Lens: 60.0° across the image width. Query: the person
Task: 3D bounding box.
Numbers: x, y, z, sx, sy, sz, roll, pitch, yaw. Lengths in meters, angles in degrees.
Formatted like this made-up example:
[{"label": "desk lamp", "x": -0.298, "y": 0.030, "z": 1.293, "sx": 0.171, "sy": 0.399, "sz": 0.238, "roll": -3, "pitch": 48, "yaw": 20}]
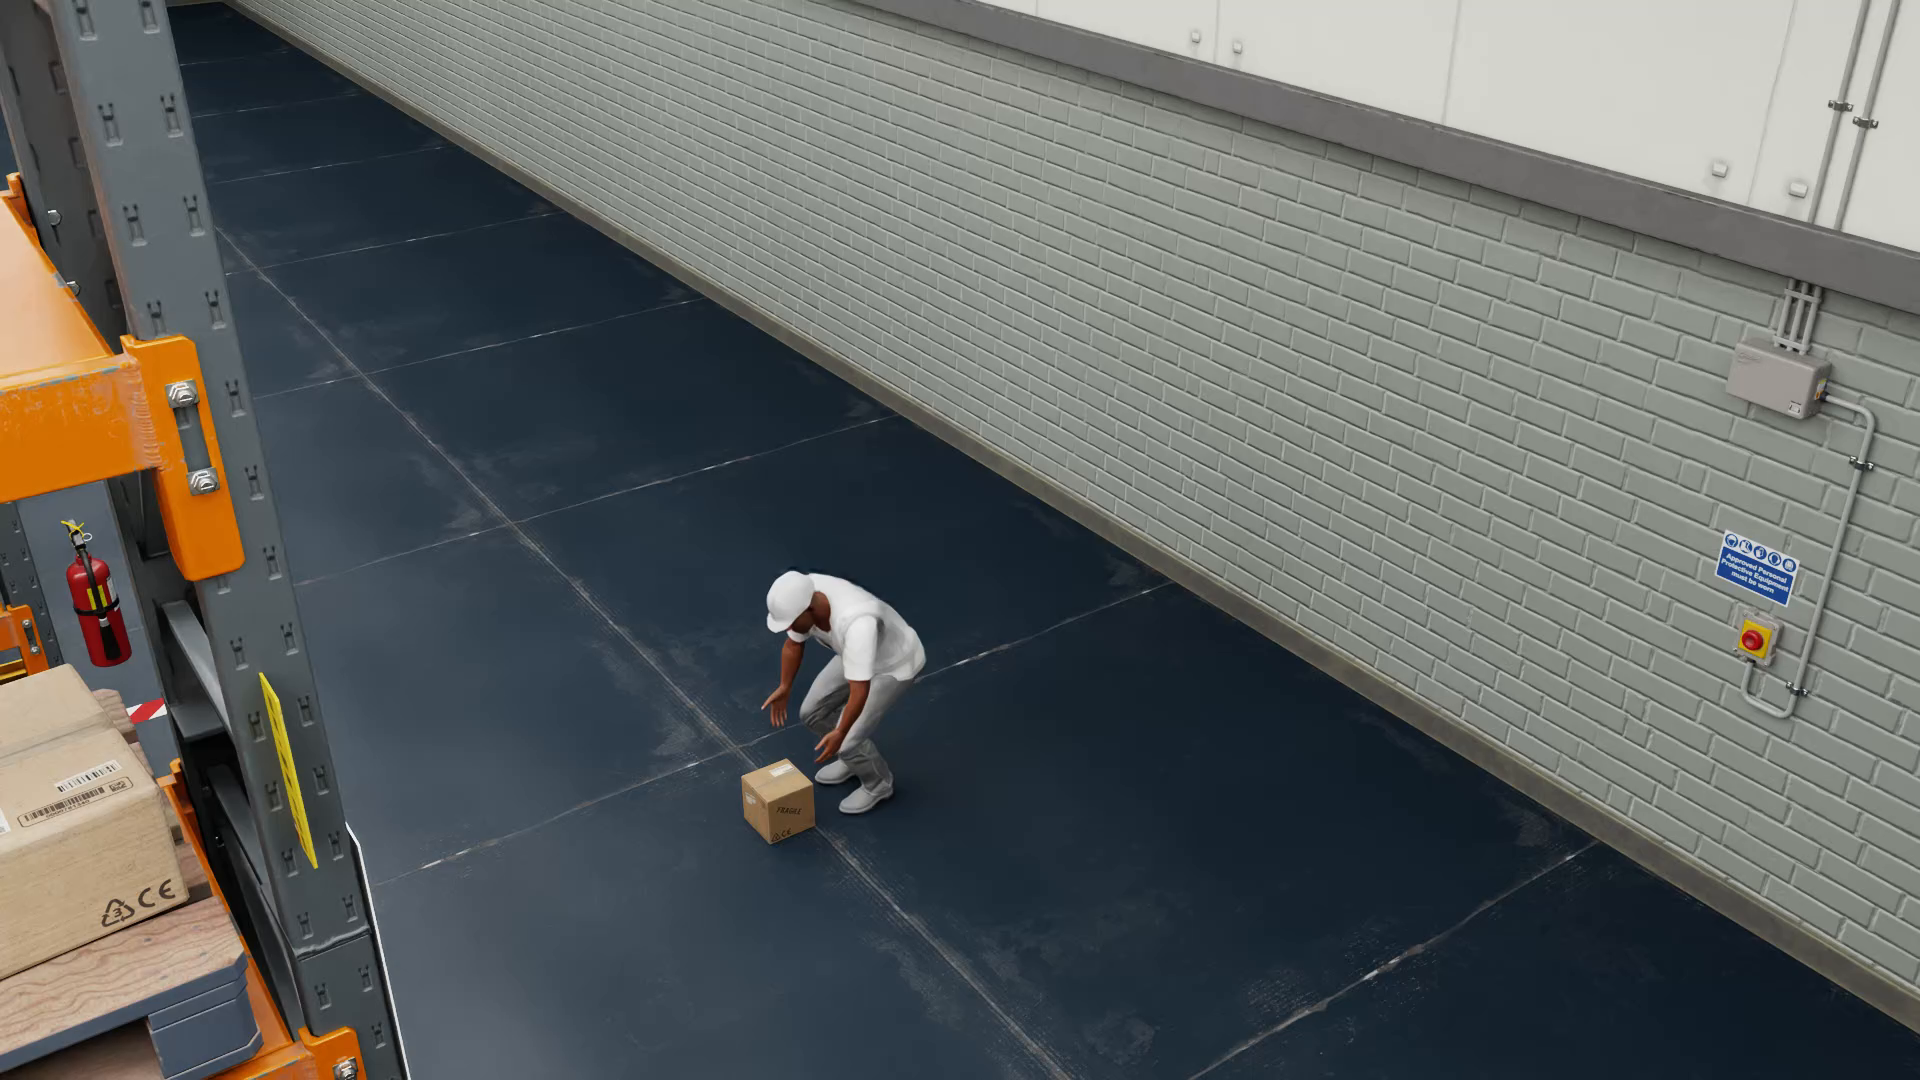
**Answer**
[{"label": "person", "x": -0.528, "y": 0.663, "z": 7.819, "sx": 0.792, "sy": 1.343, "sz": 0.631, "roll": -19, "pitch": 34, "yaw": -31}]
